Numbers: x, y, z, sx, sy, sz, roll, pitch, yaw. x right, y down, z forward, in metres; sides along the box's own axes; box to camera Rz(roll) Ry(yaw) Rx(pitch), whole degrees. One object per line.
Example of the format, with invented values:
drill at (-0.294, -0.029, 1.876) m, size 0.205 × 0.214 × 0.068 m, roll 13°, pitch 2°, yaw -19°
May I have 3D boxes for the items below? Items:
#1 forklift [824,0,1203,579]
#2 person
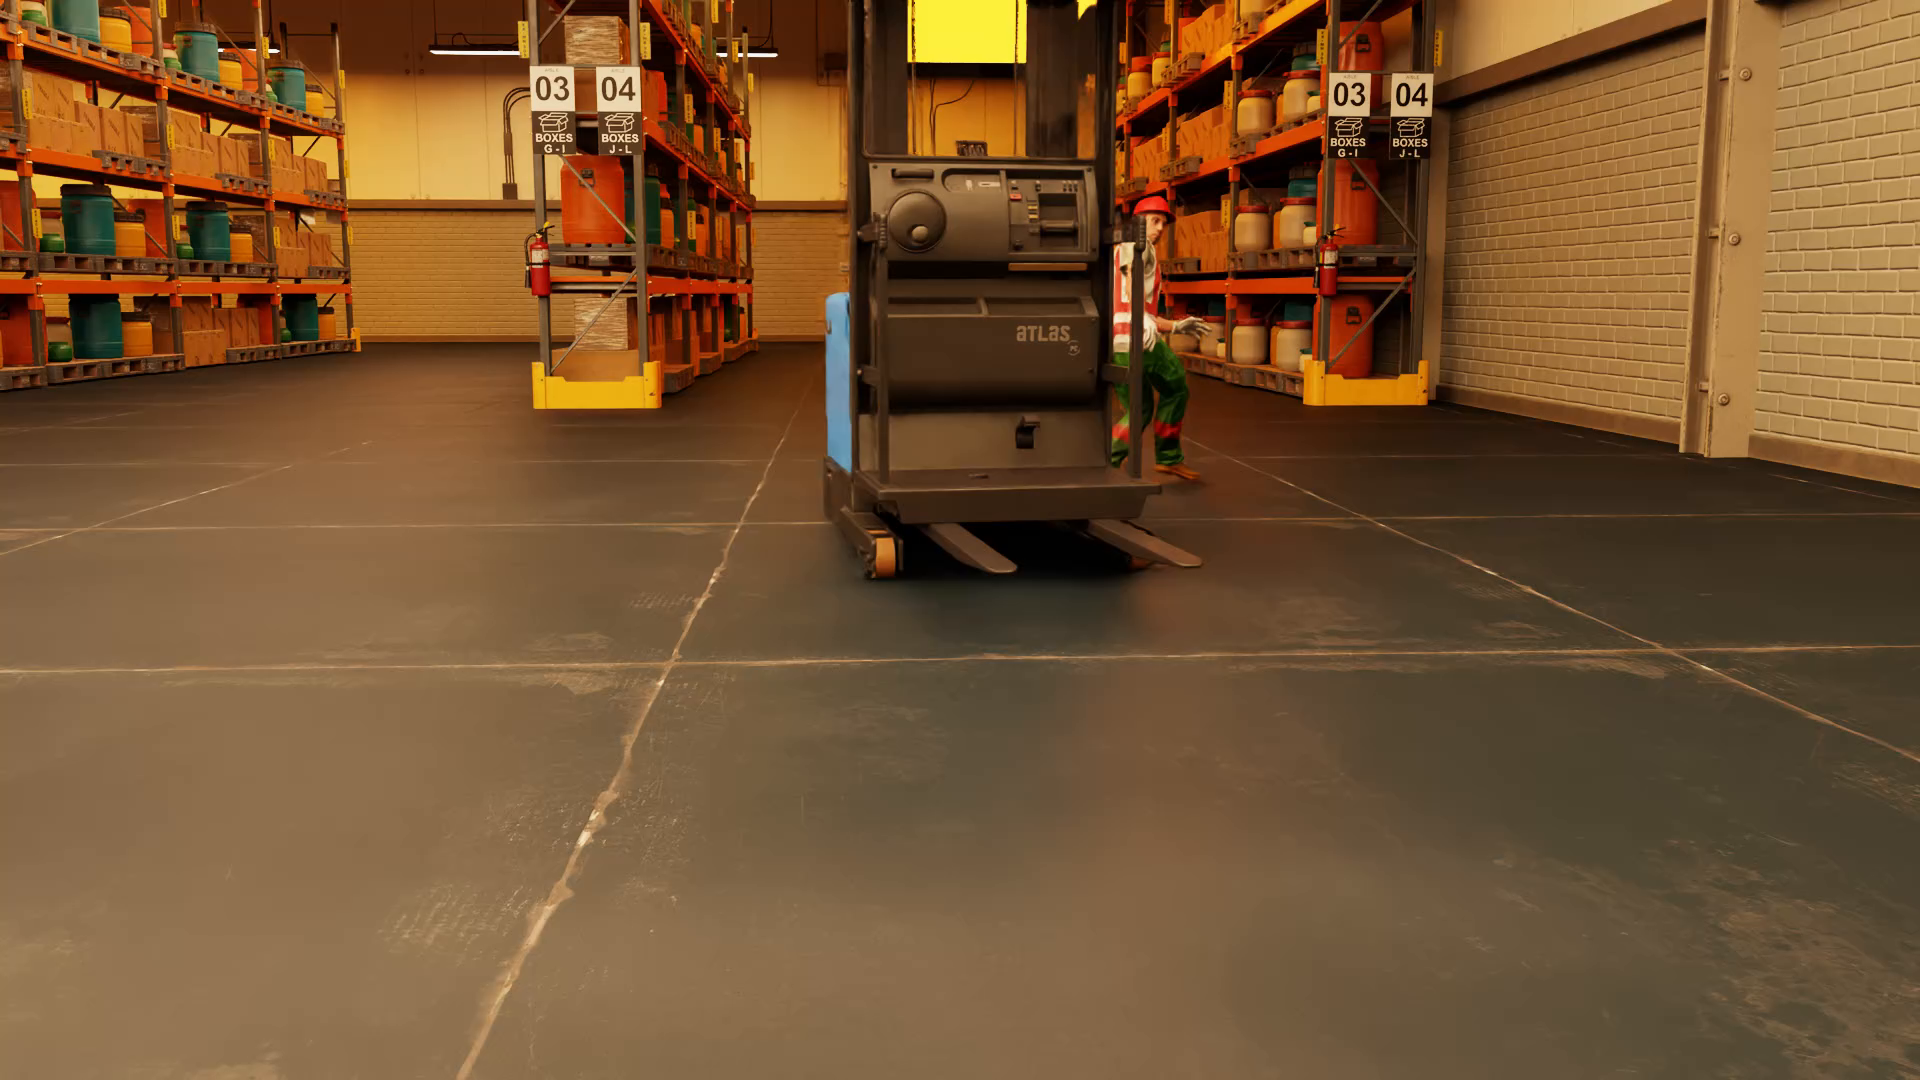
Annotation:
forklift at (0.142, -1.358, 6.477) m, size 1.130 × 2.935 × 3.031 m, roll -2°, pitch 9°, yaw -11°
person at (1.113, -1.087, 9.179) m, size 0.814 × 1.610 × 0.785 m, roll -4°, pitch 9°, yaw -27°
